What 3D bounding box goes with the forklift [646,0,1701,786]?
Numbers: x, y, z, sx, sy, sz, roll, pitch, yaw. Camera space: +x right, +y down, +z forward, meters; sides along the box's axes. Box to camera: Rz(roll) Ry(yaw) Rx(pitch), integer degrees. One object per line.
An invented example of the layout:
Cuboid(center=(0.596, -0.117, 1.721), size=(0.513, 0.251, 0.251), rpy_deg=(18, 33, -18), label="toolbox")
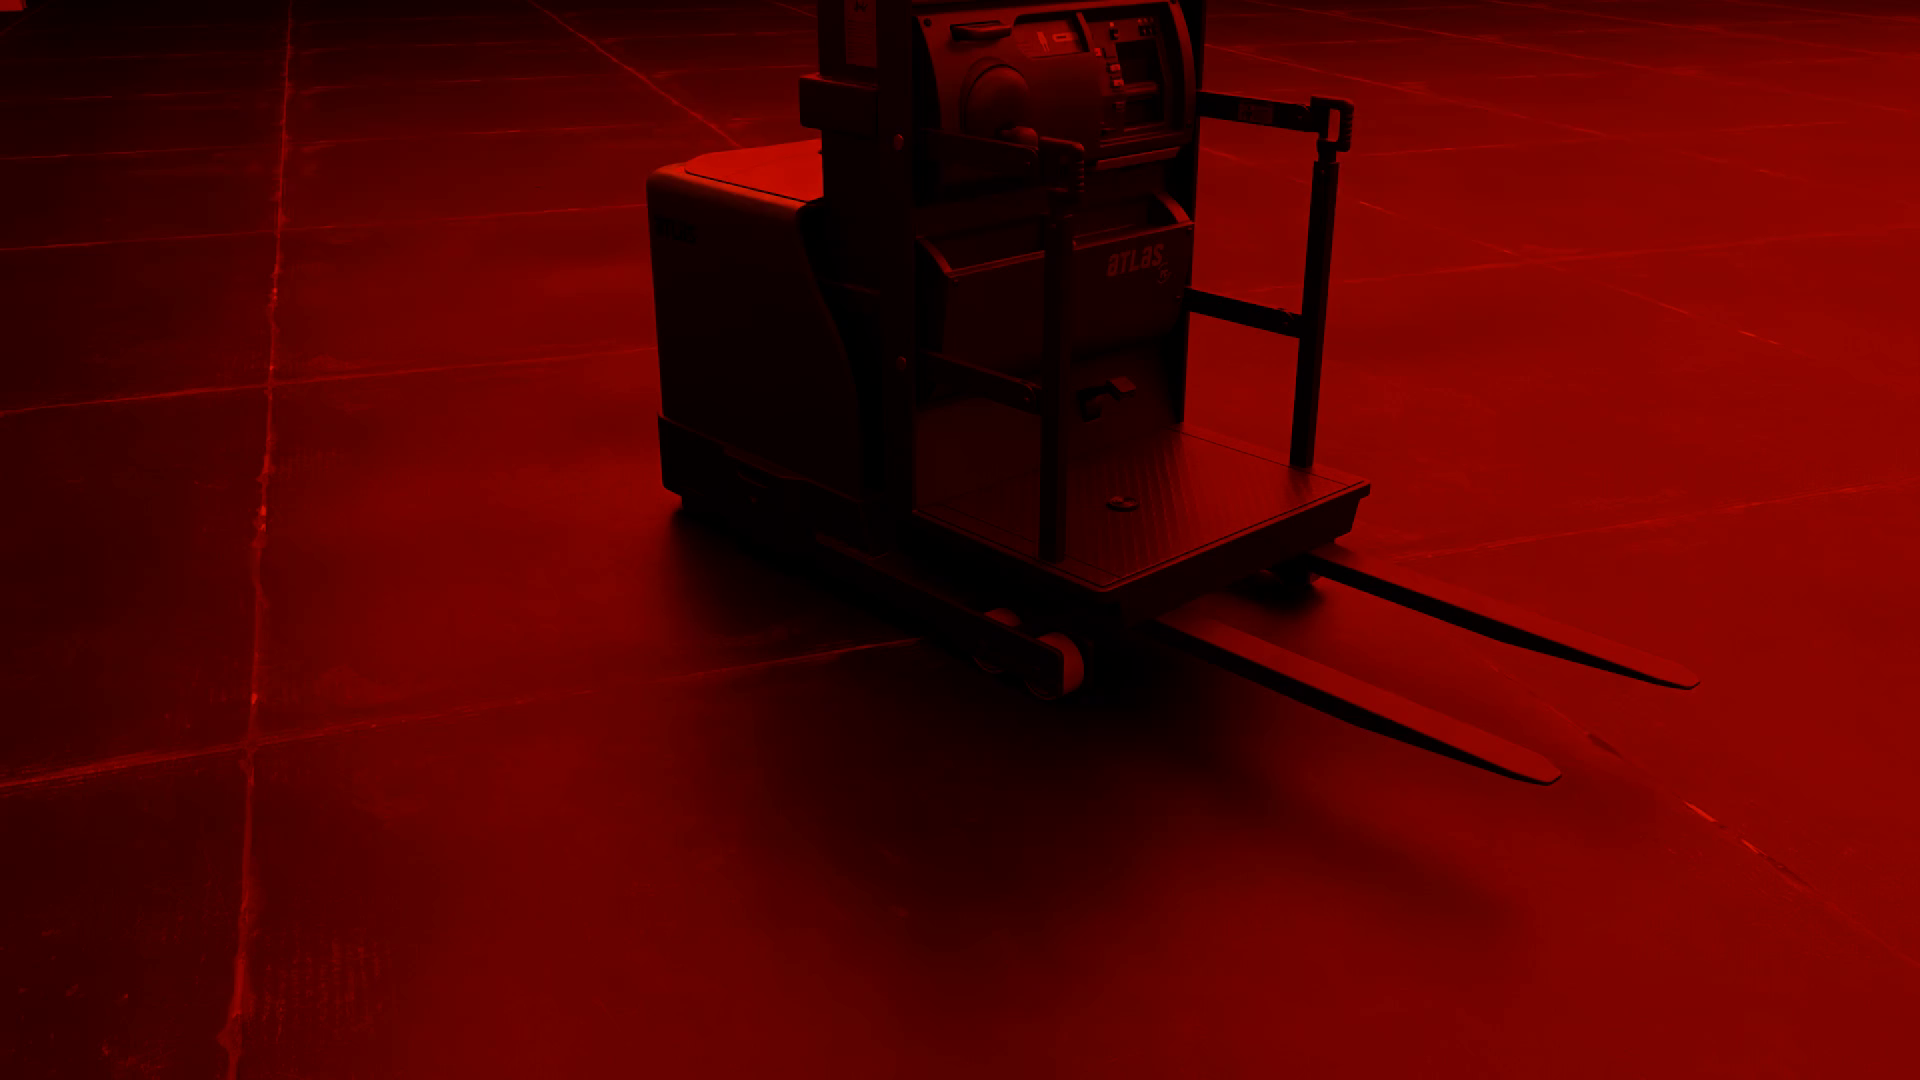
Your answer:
Cuboid(center=(0.409, -1.176, 4.096), size=(1.130, 2.935, 3.031), rpy_deg=(-19, 30, -38), label="forklift")
